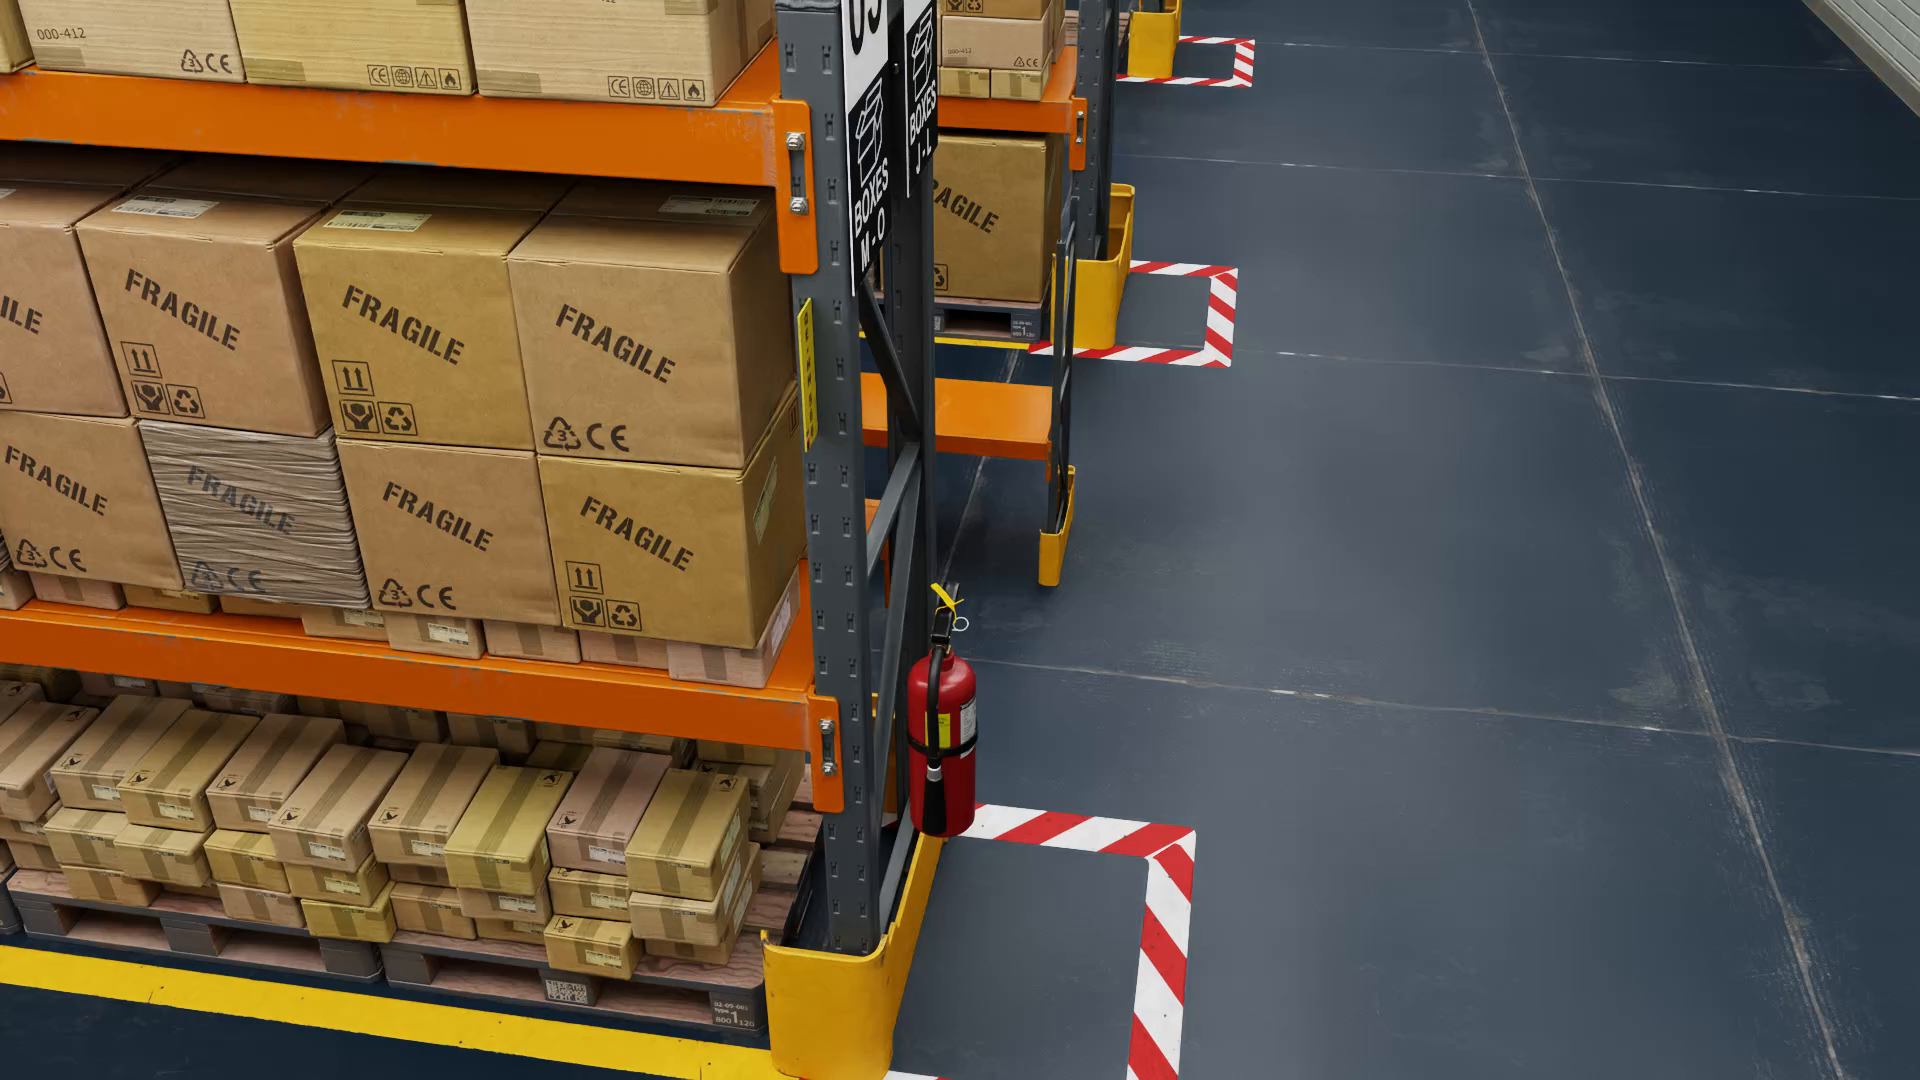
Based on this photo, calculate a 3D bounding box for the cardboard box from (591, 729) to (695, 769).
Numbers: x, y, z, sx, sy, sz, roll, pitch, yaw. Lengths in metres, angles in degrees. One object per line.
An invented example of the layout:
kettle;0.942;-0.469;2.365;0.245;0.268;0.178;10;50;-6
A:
cardboard box;-0.967;0.574;5.237;0.250;0.149;0.380;6;33;9

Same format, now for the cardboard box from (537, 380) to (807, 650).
cardboard box;-0.702;-0.092;4.196;0.500;0.500;0.500;6;33;9

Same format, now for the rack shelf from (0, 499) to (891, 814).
rack shelf;-2.187;0.108;4.928;4.000;0.370;1.077;5;32;8

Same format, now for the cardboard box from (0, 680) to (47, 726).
cardboard box;-3.074;0.606;5.186;0.250;0.149;0.380;4;32;7

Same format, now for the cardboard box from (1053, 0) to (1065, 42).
cardboard box;0.291;-2.850;8.837;0.500;0.250;0.500;4;32;7

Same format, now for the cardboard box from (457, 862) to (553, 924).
cardboard box;-1.296;0.943;4.928;0.250;0.149;0.380;4;32;6

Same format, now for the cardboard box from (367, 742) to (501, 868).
cardboard box;-1.539;0.780;4.907;0.250;0.149;0.380;4;32;6

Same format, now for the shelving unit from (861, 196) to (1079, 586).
shelving unit;-0.075;-0.643;6.863;1.083;1.500;0.587;5;32;8

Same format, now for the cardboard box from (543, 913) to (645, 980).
cardboard box;-1.040;1.104;4.950;0.250;0.149;0.380;6;33;10

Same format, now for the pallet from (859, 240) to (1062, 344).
pallet;-0.083;-1.452;9.371;1.213;0.211;1.003;5;32;8

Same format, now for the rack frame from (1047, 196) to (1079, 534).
rack frame;0.417;-0.598;6.792;0.032;1.500;0.500;5;32;8

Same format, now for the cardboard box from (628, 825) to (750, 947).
cardboard box;-0.784;0.988;4.855;0.250;0.149;0.380;4;32;7

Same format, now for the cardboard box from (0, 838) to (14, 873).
cardboard box;-3.079;0.871;5.323;0.250;0.149;0.380;5;32;7

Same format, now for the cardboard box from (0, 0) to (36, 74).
cardboard box;-2.227;-1.259;3.748;0.500;0.250;0.500;7;33;10

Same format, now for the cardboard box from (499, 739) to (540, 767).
cardboard box;-1.440;0.596;5.482;0.250;0.149;0.380;6;33;10

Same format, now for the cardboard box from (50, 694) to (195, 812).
cardboard box;-2.554;0.652;5.111;0.250;0.149;0.380;4;32;6

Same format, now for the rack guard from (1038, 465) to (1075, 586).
rack guard;0.416;-0.068;7.124;0.087;0.250;0.587;5;32;8

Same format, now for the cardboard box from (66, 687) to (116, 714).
cardboard box;-2.773;0.509;5.620;0.250;0.149;0.380;6;33;9

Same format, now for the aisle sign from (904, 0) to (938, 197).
aisle sign;-0.093;-1.271;4.003;0.004;0.787;0.394;5;32;8

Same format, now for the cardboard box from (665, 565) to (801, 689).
cardboard box;-0.584;0.207;4.329;0.250;0.149;0.380;5;32;8

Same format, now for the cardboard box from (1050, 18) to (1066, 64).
cardboard box;0.424;-2.701;8.975;0.250;0.149;0.380;6;32;9

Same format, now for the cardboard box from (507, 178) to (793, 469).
cardboard box;-0.708;-0.521;3.939;0.500;0.500;0.500;5;32;7

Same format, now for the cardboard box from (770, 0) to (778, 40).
cardboard box;-0.615;-1.400;3.974;0.500;0.250;0.500;6;33;10

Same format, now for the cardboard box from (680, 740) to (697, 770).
cardboard box;-0.949;0.651;5.394;0.250;0.149;0.380;5;32;8

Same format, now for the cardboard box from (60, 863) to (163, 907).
cardboard box;-2.568;0.950;5.196;0.250;0.149;0.380;4;32;7

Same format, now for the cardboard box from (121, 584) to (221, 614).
cardboard box;-2.104;0.031;4.611;0.250;0.149;0.380;6;32;9

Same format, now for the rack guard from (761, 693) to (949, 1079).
rack guard;-0.290;1.034;5.126;0.348;0.500;1.175;5;32;8

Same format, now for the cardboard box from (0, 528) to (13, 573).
cardboard box;-2.733;-0.264;4.469;0.500;0.500;0.500;5;32;7

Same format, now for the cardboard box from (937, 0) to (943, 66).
cardboard box;-0.304;-2.616;8.463;0.500;0.250;0.500;5;32;7

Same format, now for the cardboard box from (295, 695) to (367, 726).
cardboard box;-1.976;0.428;5.469;0.250;0.149;0.380;6;32;9

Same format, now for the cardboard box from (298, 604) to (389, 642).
cardboard box;-1.583;0.101;4.498;0.250;0.149;0.380;4;32;6

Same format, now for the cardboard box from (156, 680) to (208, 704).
cardboard box;-2.466;0.376;5.552;0.250;0.149;0.380;4;32;6

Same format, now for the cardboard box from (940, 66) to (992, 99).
cardboard box;0.056;-2.379;8.460;0.250;0.149;0.380;6;32;9

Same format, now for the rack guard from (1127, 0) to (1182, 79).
rack guard;1.578;-4.139;13.391;0.348;0.500;1.175;5;32;8

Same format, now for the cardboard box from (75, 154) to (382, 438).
cardboard box;-1.722;-0.608;4.078;0.500;0.500;0.500;7;33;11

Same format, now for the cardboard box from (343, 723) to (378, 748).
cardboard box;-1.992;0.619;5.444;0.250;0.149;0.380;7;33;11

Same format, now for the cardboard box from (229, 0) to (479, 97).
cardboard box;-1.213;-1.170;3.607;0.500;0.250;0.500;5;32;8

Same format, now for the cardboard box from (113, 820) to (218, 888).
cardboard box;-2.335;0.861;5.059;0.250;0.149;0.380;5;32;9

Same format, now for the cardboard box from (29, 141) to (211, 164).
cardboard box;-2.124;-0.933;4.596;0.500;0.500;0.500;4;32;7

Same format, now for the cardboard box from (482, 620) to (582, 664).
cardboard box;-1.073;0.151;4.419;0.250;0.149;0.380;5;32;8

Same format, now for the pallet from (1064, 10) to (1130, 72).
pallet;0.745;-4.106;13.610;1.213;0.211;1.003;5;32;8

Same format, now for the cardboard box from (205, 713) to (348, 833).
cardboard box;-2.055;0.703;5.030;0.250;0.149;0.380;4;32;7

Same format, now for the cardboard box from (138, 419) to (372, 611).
cardboard box;-1.710;-0.181;4.338;0.500;0.500;0.500;5;32;8

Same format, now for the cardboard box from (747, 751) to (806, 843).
cardboard box;-0.678;0.798;5.439;0.250;0.149;0.380;6;33;9

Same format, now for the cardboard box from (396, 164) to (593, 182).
cardboard box;-1.112;-0.831;4.434;0.500;0.500;0.500;6;33;10

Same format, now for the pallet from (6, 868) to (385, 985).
pallet;-2.284;0.956;5.524;1.213;0.211;1.003;5;32;8

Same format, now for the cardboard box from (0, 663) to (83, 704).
cardboard box;-3.016;0.383;5.541;0.250;0.149;0.380;6;33;10

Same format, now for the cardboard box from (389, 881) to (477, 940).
cardboard box;-1.532;1.020;5.084;0.250;0.149;0.380;5;32;9

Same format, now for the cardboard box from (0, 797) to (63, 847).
cardboard box;-2.811;0.770;5.204;0.250;0.149;0.380;7;33;10

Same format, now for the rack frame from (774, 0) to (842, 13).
rack frame;-0.216;-2.561;2.860;0.127;3.000;1.000;5;32;8

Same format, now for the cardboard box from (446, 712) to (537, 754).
cardboard box;-1.452;0.505;5.346;0.250;0.149;0.380;4;32;6

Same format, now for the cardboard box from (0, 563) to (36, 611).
cardboard box;-2.628;0.020;4.628;0.250;0.149;0.380;7;33;10

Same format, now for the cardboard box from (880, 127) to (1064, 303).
cardboard box;0.074;-1.896;9.059;0.875;0.875;0.875;5;32;8

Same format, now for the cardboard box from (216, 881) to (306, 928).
cardboard box;-2.060;0.995;5.124;0.250;0.149;0.380;6;33;9

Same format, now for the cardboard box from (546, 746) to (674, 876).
cardboard box;-1.018;0.793;4.887;0.250;0.149;0.380;6;33;9

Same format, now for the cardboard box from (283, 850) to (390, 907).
cardboard box;-1.809;0.903;4.991;0.250;0.149;0.380;6;32;9

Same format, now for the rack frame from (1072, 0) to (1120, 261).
rack frame;0.719;-2.603;8.582;0.127;3.000;1.000;5;32;8
